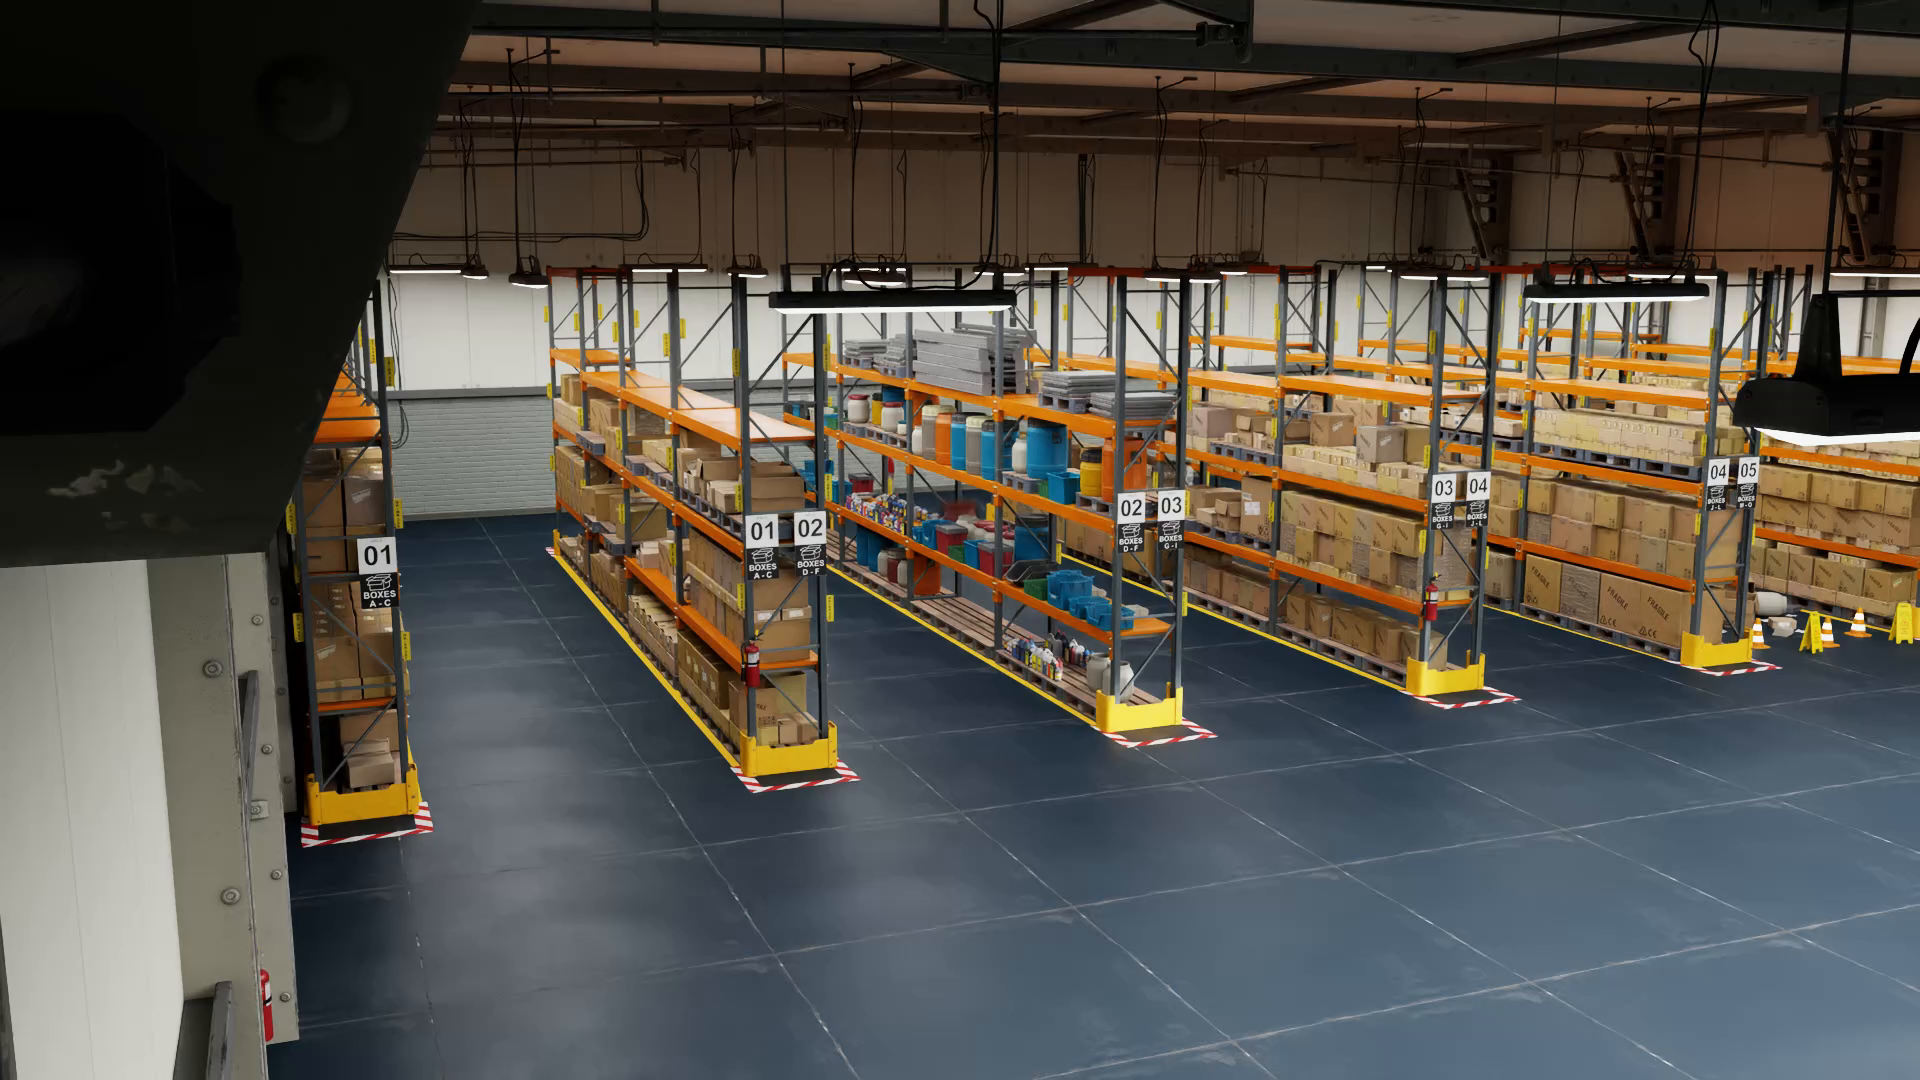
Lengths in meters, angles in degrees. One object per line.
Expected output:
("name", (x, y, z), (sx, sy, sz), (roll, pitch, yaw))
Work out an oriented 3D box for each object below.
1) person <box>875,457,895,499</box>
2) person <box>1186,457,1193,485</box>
("person", (-1.821, -1.495, 40.166), (0.640, 1.717, 0.588), (0, 10, 1))
("person", (5.167, -1.078, 38.085), (0.373, 1.718, 0.500), (9, 13, 40))
